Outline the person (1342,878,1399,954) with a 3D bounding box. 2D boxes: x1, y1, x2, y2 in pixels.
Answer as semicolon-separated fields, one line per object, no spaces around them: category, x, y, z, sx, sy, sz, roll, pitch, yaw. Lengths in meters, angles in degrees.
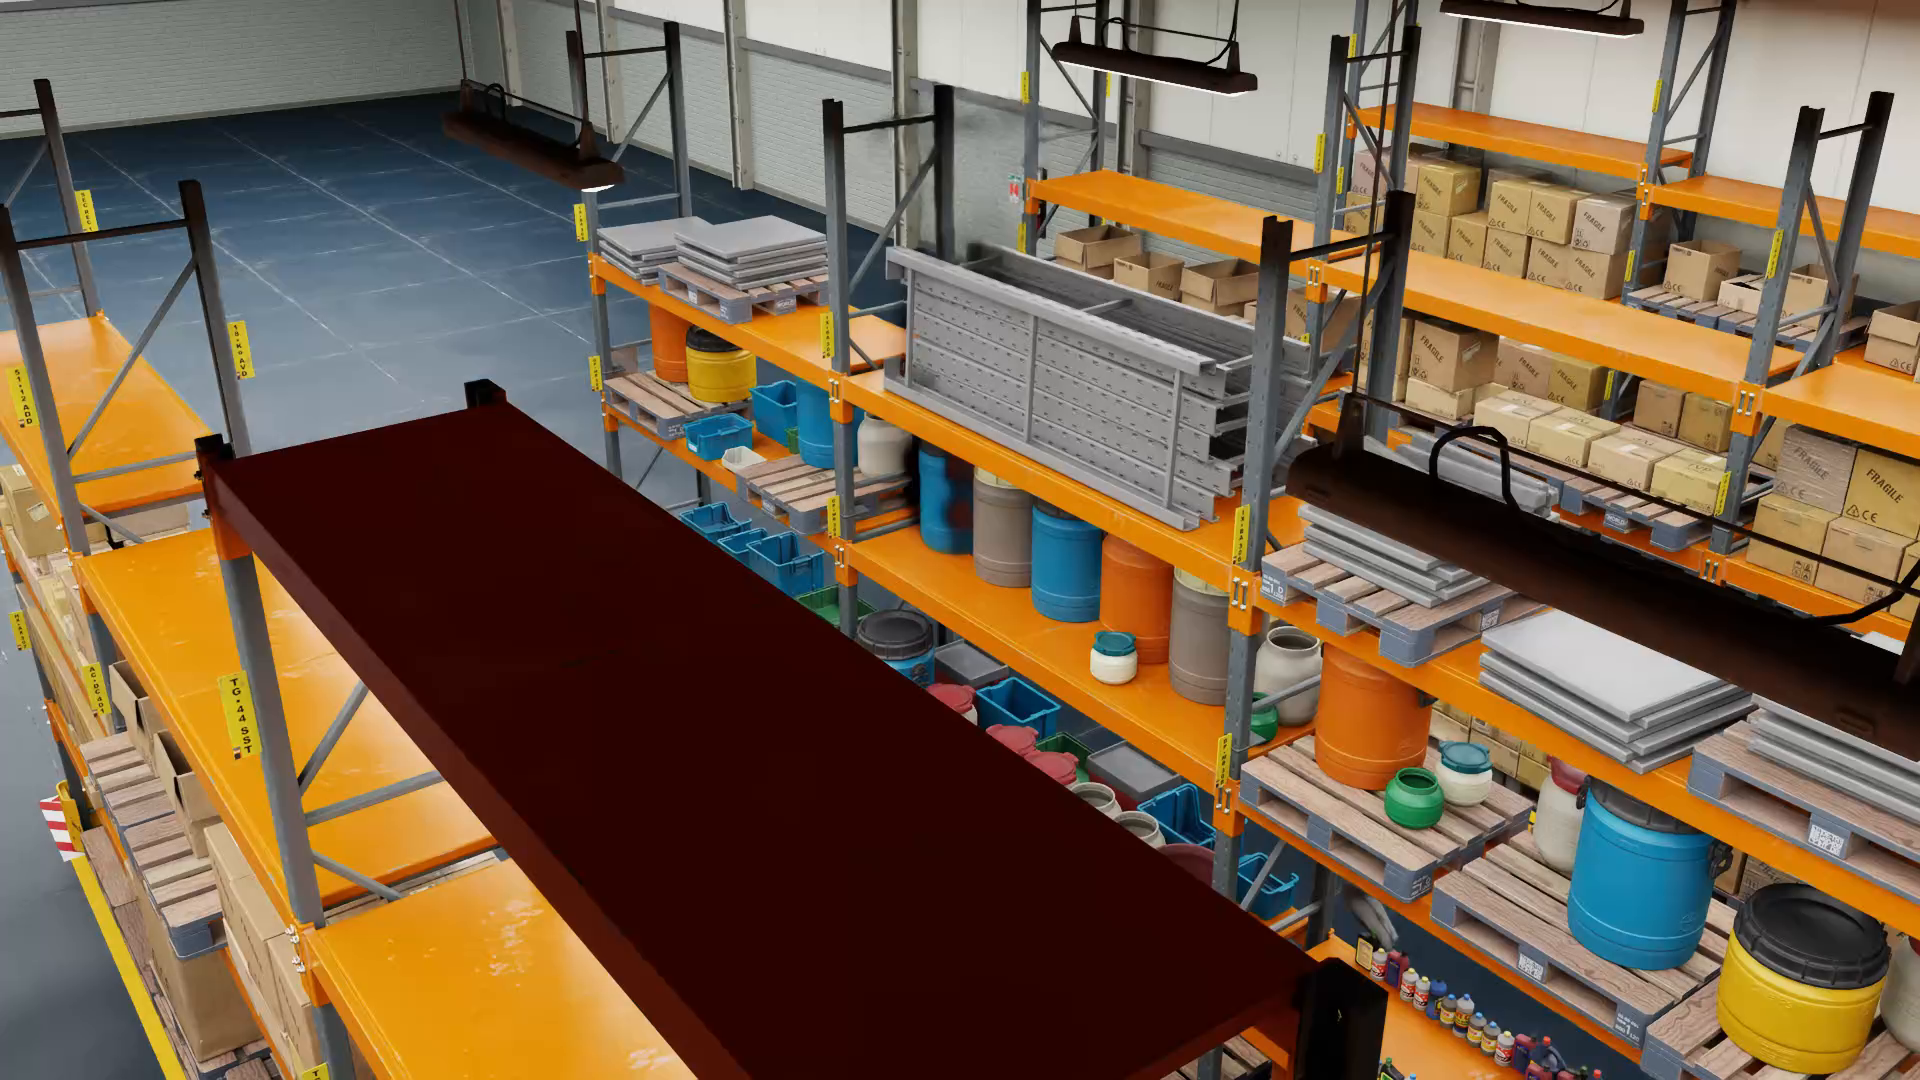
person;2.890;2.264;11.792;0.559;1.673;0.590;-15;29;-30
